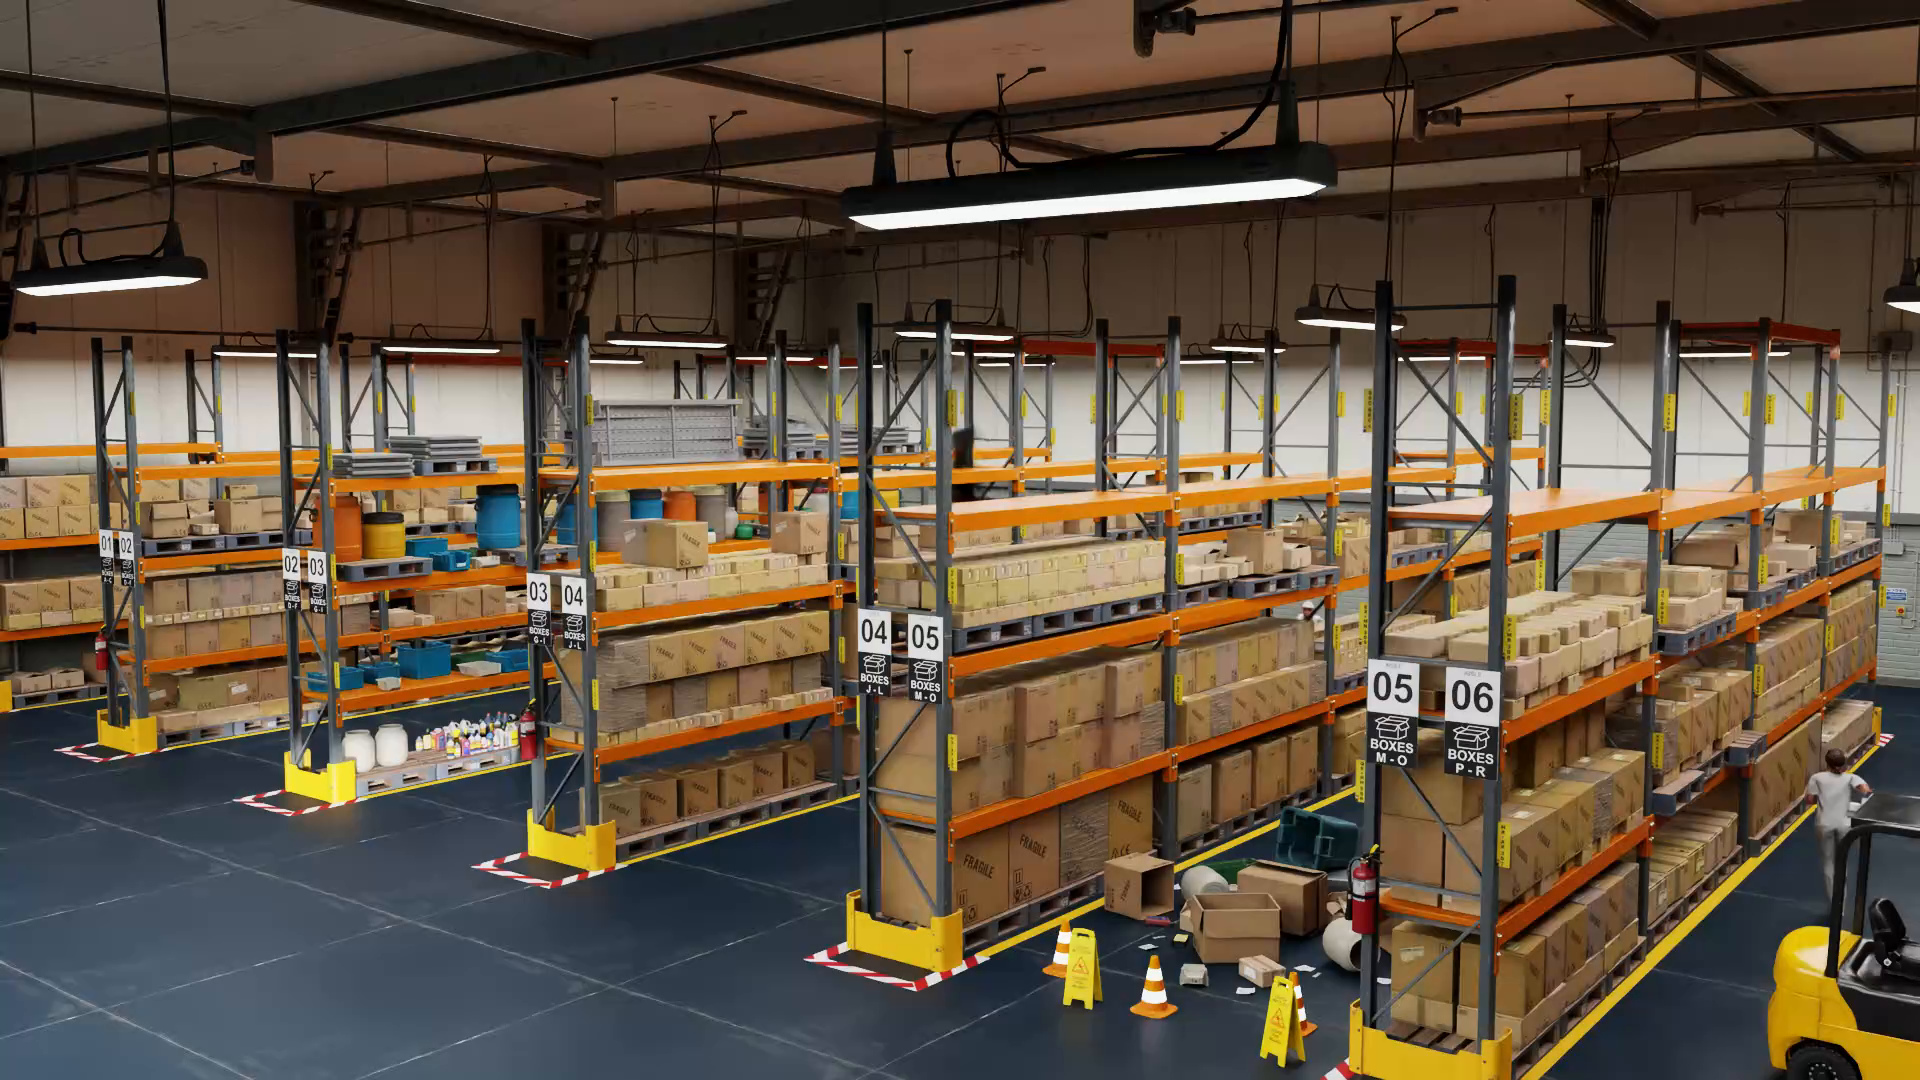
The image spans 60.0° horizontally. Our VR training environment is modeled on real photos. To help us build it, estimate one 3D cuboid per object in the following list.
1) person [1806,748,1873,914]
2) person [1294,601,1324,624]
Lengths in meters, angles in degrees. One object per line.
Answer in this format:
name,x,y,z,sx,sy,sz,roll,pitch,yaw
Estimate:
person,8.822,2.911,16.731,0.572,1.593,0.753,2,5,21
person,5.919,1.861,28.197,0.658,1.715,0.688,2,5,23
